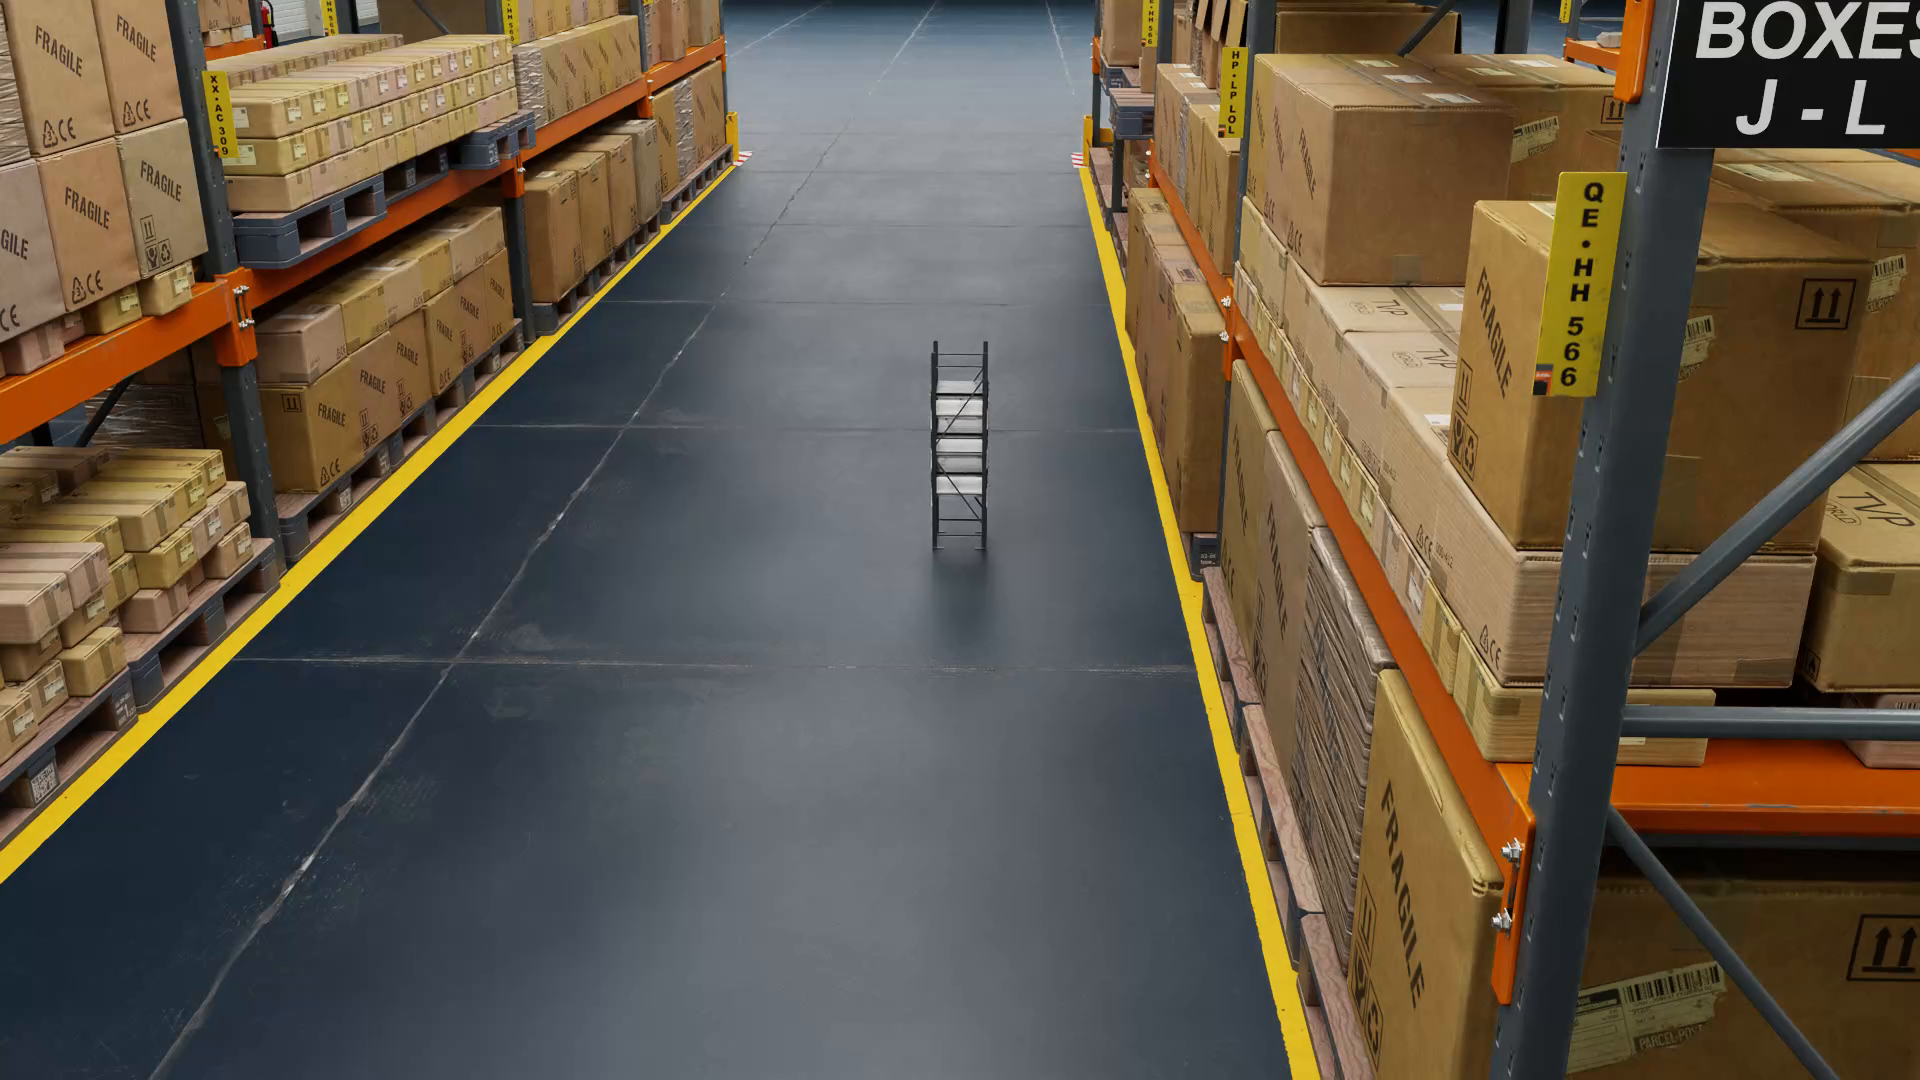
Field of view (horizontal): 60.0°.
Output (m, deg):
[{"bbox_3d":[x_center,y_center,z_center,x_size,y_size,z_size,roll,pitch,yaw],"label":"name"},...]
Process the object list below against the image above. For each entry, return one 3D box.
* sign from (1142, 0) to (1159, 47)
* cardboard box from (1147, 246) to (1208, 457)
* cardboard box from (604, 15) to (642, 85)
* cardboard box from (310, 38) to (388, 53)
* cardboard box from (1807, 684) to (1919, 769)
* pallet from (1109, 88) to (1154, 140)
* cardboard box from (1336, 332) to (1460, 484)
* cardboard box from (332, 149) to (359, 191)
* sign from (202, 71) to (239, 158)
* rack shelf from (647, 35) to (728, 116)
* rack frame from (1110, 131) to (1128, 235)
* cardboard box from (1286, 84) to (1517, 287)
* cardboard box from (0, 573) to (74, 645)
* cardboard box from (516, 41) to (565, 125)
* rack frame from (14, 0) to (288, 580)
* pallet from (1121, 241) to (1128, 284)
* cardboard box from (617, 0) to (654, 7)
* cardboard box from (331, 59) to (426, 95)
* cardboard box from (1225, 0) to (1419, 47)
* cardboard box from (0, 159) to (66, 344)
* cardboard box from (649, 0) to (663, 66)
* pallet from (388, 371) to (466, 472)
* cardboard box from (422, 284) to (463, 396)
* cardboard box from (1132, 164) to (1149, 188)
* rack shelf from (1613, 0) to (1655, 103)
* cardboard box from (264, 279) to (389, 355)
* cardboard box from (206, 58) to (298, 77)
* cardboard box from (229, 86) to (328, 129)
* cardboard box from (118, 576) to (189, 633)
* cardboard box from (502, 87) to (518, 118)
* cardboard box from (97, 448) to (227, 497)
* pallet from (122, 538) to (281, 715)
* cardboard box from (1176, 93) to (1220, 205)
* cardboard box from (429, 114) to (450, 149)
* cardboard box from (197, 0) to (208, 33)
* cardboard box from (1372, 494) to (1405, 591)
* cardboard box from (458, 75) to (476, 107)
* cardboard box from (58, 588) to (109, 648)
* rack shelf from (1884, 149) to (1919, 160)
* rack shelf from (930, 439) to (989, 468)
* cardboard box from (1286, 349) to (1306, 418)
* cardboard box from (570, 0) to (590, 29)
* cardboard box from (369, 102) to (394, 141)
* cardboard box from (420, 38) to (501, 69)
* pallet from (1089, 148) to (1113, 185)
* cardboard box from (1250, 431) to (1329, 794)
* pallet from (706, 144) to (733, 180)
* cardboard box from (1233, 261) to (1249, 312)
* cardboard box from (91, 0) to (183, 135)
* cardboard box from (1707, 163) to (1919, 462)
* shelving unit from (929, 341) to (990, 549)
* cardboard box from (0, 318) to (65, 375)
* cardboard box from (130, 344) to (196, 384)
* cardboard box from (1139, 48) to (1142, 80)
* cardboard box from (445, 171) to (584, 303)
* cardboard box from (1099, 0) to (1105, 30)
[{"bbox_3d":[1.136,-3.101,9.882,0.100,0.325,0.005,1,21,2],"label":"sign"},{"bbox_3d":[1.582,-0.909,8.082,1.225,0.875,0.875,0,21,0],"label":"cardboard box"},{"bbox_3d":[-2.903,-3.988,13.521,0.500,0.500,0.500,1,21,1],"label":"cardboard box"},{"bbox_3d":[-3.490,-2.780,9.492,0.380,0.149,0.250,0,21,0],"label":"cardboard box"},{"bbox_3d":[1.776,0.290,2.983,0.380,0.149,0.250,1,21,2],"label":"cardboard box"},{"bbox_3d":[1.593,-2.765,10.773,1.213,0.211,1.003,1,21,2],"label":"pallet"},{"bbox_3d":[1.216,-0.317,3.995,0.500,0.250,0.500,0,21,0],"label":"cardboard box"},{"bbox_3d":[-2.912,-1.647,7.393,0.380,0.149,0.250,1,21,2],"label":"cardboard box"},{"bbox_3d":[-2.855,-1.641,6.413,0.100,0.325,0.005,1,21,2],"label":"sign"},{"bbox_3d":[-3.094,-4.520,16.027,1.077,0.370,4.000,1,21,2],"label":"rack shelf"},{"bbox_3d":[1.800,-4.042,13.798,1.000,3.000,0.127,1,21,2],"label":"rack frame"},{"bbox_3d":[1.253,-1.031,4.798,0.500,0.500,0.500,0,21,0],"label":"cardboard box"},{"bbox_3d":[-3.115,0.220,5.354,0.380,0.149,0.250,0,21,0],"label":"cardboard box"},{"bbox_3d":[-2.980,-3.076,11.172,0.500,0.500,0.500,0,21,1],"label":"cardboard box"},{"bbox_3d":[-3.398,-1.240,6.578,1.000,3.000,0.127,1,21,2],"label":"rack frame"},{"bbox_3d":[1.743,-2.018,12.437,1.003,0.211,1.213,1,21,2],"label":"pallet"},{"bbox_3d":[-3.109,-4.839,14.153,0.875,0.550,0.550,1,21,2],"label":"cardboard box"},{"bbox_3d":[-2.883,-2.299,8.250,0.380,0.149,0.250,1,21,3],"label":"cardboard box"},{"bbox_3d":[1.600,-2.142,7.379,0.797,0.503,0.637,1,21,2],"label":"cardboard box"},{"bbox_3d":[-3.164,-0.880,5.100,0.500,0.500,0.500,1,21,1],"label":"cardboard box"},{"bbox_3d":[-3.161,-4.535,14.863,0.875,0.550,0.550,1,21,2],"label":"cardboard box"},{"bbox_3d":[-3.342,-0.664,8.948,1.003,0.211,1.213,1,21,2],"label":"pallet"},{"bbox_3d":[-3.054,-1.097,9.084,0.500,0.500,0.500,0,21,-1],"label":"cardboard box"},{"bbox_3d":[1.726,-2.687,13.155,0.700,0.500,0.500,1,21,1],"label":"cardboard box"},{"bbox_3d":[1.496,-1.489,4.067,1.077,0.370,4.000,1,21,2],"label":"rack shelf"},{"bbox_3d":[-3.098,-1.077,7.996,0.500,0.250,0.500,1,21,3],"label":"cardboard box"},{"bbox_3d":[-3.534,-2.312,8.285,0.380,0.149,0.250,0,21,1],"label":"cardboard box"},{"bbox_3d":[-2.924,-1.834,7.054,0.380,0.149,0.250,1,21,3],"label":"cardboard box"},{"bbox_3d":[-3.104,0.228,6.155,0.380,0.149,0.250,0,21,0],"label":"cardboard box"},{"bbox_3d":[-2.832,-2.582,9.802,0.380,0.149,0.250,1,21,3],"label":"cardboard box"},{"bbox_3d":[-3.149,-0.253,6.572,0.380,0.149,0.250,1,21,3],"label":"cardboard box"},{"bbox_3d":[-3.383,0.303,6.456,1.003,0.211,1.213,1,21,2],"label":"pallet"},{"bbox_3d":[1.349,-1.917,8.184,0.500,0.500,0.500,1,21,2],"label":"cardboard box"},{"bbox_3d":[-2.876,-2.118,8.607,0.380,0.149,0.250,1,21,3],"label":"cardboard box"},{"bbox_3d":[-7.764,-5.221,16.289,0.500,0.500,0.500,1,21,1],"label":"cardboard box"},{"bbox_3d":[1.140,0.007,3.713,0.380,0.149,0.250,1,21,3],"label":"cardboard box"},{"bbox_3d":[-2.856,-2.438,9.021,0.380,0.149,0.250,1,21,2],"label":"cardboard box"},{"bbox_3d":[-3.170,0.249,5.690,0.380,0.149,0.250,1,21,3],"label":"cardboard box"},{"bbox_3d":[6.690,-2.929,11.924,1.077,0.370,4.000,1,21,2],"label":"rack shelf"},{"bbox_3d":[0.000,-0.386,7.371,0.258,0.077,0.200,1,21,2],"label":"rack shelf"},{"bbox_3d":[1.176,-0.460,4.915,0.380,0.149,0.250,1,21,2],"label":"cardboard box"},{"bbox_3d":[-3.193,-4.097,12.421,0.700,0.500,0.500,1,21,2],"label":"cardboard box"},{"bbox_3d":[-2.900,-1.973,7.824,0.380,0.149,0.250,1,21,4],"label":"cardboard box"},{"bbox_3d":[-2.843,-2.769,9.464,0.380,0.149,0.250,0,21,1],"label":"cardboard box"},{"bbox_3d":[1.859,-3.867,17.203,1.003,0.211,1.213,1,21,2],"label":"pallet"},{"bbox_3d":[1.429,0.209,5.200,0.875,0.875,0.875,1,21,2],"label":"cardboard box"},{"bbox_3d":[-2.979,-3.989,17.518,1.003,0.211,1.213,1,21,2],"label":"pallet"},{"bbox_3d":[1.215,-0.929,6.123,0.380,0.149,0.250,1,21,2],"label":"cardboard box"},{"bbox_3d":[-3.142,-1.719,5.880,0.500,0.500,0.500,0,21,0],"label":"cardboard box"},{"bbox_3d":[1.735,-0.472,3.359,0.500,0.500,0.500,0,21,0],"label":"cardboard box"},{"bbox_3d":[0.000,-0.417,7.359,0.258,0.900,0.210,1,21,2],"label":"shelving unit"},{"bbox_3d":[-3.150,-0.635,5.367,0.380,0.149,0.250,0,21,-1],"label":"cardboard box"},{"bbox_3d":[-3.628,-0.892,7.520,0.500,0.250,0.500,0,21,0],"label":"cardboard box"},{"bbox_3d":[1.459,-3.334,11.581,0.396,0.266,0.258,0,21,0],"label":"cardboard box"},{"bbox_3d":[-3.168,-2.053,11.202,1.050,0.750,0.750,0,21,1],"label":"cardboard box"},{"bbox_3d":[1.877,-5.475,16.942,0.875,0.500,0.500,1,21,2],"label":"cardboard box"}]
